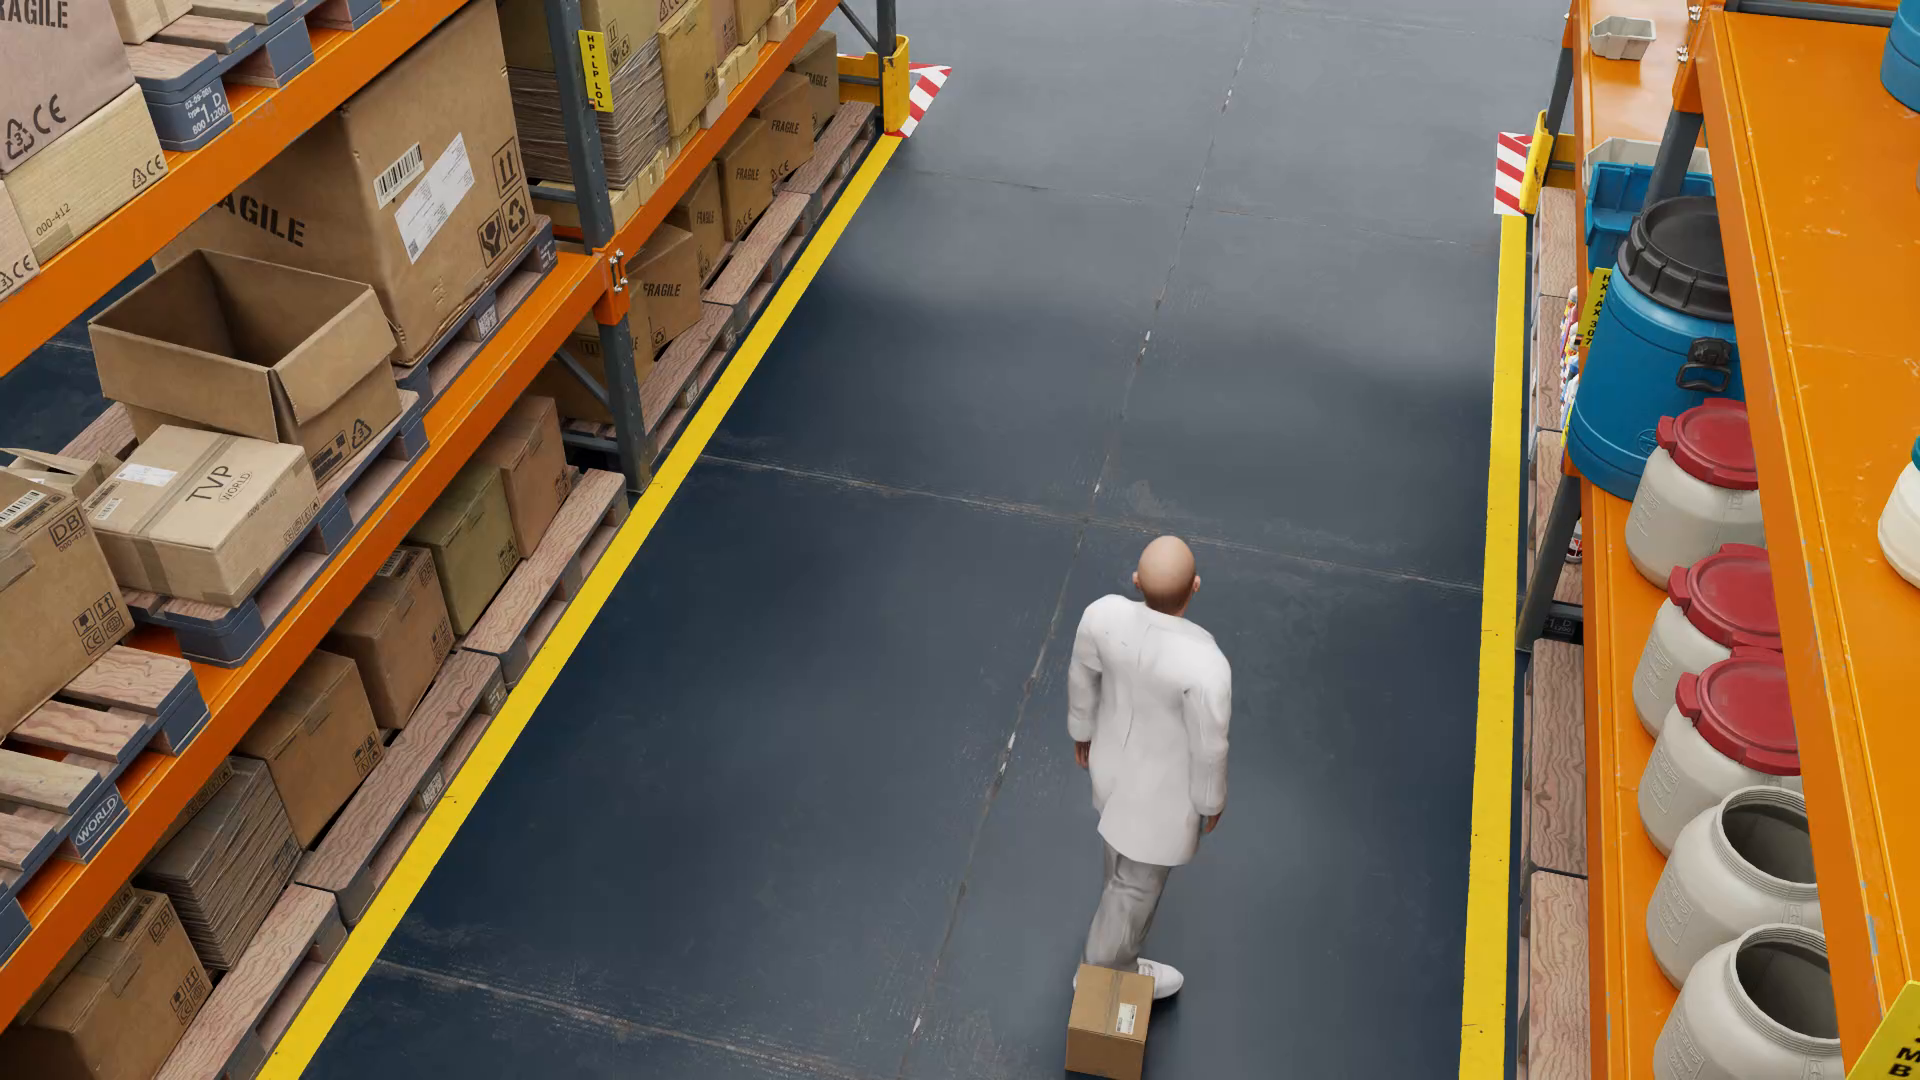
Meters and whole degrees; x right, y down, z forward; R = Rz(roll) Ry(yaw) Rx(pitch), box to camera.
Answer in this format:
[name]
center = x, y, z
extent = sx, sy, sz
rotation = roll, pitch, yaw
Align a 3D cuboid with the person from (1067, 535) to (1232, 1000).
[person]
center = 0.591, 0.727, 5.313
extent = 0.623, 1.778, 0.597
rotation = -30, 49, -30
